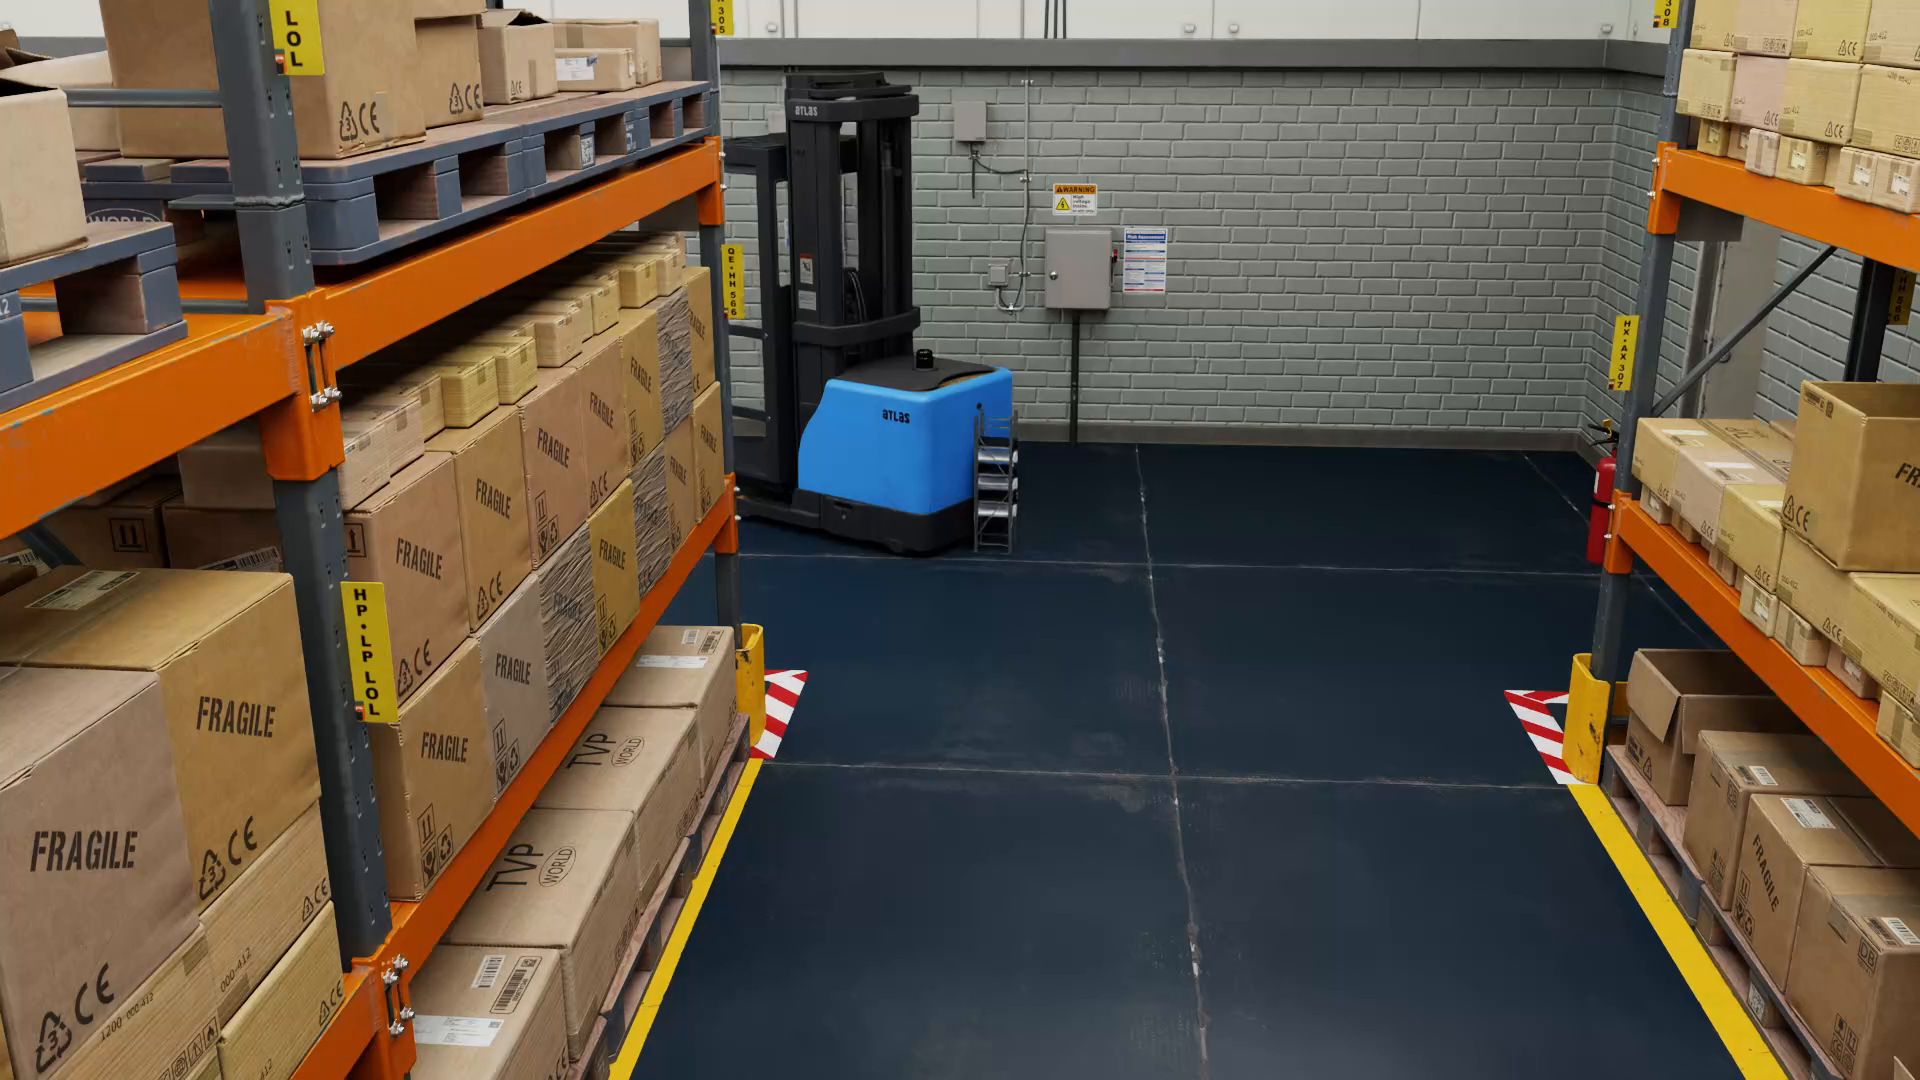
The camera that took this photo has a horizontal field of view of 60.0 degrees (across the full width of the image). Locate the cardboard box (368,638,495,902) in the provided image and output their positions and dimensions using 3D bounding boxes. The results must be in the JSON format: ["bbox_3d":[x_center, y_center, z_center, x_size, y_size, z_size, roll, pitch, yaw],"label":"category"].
[{"bbox_3d":[-1.536,0.562,4.229,0.500,0.500,0.500,2,18,6],"label":"cardboard box"}]

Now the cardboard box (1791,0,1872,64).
[{"bbox_3d":[3.047,-1.670,5.346,0.500,0.250,0.500,1,18,3],"label":"cardboard box"}]

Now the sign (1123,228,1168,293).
[{"bbox_3d":[1.429,-2.160,12.852,0.329,0.494,0.001,1,18,4],"label":"sign"}]

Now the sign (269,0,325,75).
[{"bbox_3d":[-1.289,-1.062,3.194,0.100,0.325,0.005,1,18,4],"label":"sign"}]

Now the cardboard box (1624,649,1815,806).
[{"bbox_3d":[3.269,0.792,7.025,0.797,0.503,0.637,1,18,2],"label":"cardboard box"}]

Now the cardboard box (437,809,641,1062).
[{"bbox_3d":[-1.615,1.297,5.588,0.875,0.438,0.875,1,18,2],"label":"cardboard box"}]

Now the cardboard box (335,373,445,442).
[{"bbox_3d":[-1.571,-0.334,4.317,0.380,0.149,0.250,1,18,3],"label":"cardboard box"}]

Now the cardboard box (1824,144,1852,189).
[{"bbox_3d":[3.036,-1.199,5.352,0.380,0.149,0.250,1,18,3],"label":"cardboard box"}]

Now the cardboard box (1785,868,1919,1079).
[{"bbox_3d":[3.094,1.380,5.234,0.700,0.500,0.500,1,18,2],"label":"cardboard box"}]

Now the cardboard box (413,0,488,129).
[{"bbox_3d":[-1.766,-1.392,4.534,0.797,0.503,0.637,3,18,8],"label":"cardboard box"}]

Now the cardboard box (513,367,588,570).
[{"bbox_3d":[-1.464,-0.231,5.045,0.500,0.500,0.500,2,18,5],"label":"cardboard box"}]

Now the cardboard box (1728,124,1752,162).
[{"bbox_3d":[3.160,-1.513,6.310,0.380,0.149,0.250,2,18,5],"label":"cardboard box"}]

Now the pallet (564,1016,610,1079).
[{"bbox_3d":[-1.698,1.840,4.968,1.003,0.211,1.213,1,18,4],"label":"pallet"}]

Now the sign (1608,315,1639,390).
[{"bbox_3d":[2.866,-0.807,7.177,0.100,0.325,0.005,1,18,4],"label":"sign"}]

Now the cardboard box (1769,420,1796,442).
[{"bbox_3d":[3.639,-0.304,6.798,0.500,0.250,0.500,2,18,6],"label":"cardboard box"}]

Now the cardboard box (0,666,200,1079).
[{"bbox_3d":[-1.642,0.532,2.715,0.500,0.500,0.500,2,18,5],"label":"cardboard box"}]

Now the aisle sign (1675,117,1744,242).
[{"bbox_3d":[3.119,-1.646,6.955,0.394,0.787,0.004,1,18,4],"label":"aisle sign"}]

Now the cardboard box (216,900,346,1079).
[{"bbox_3d":[-1.611,0.966,3.399,0.500,0.250,0.500,1,18,3],"label":"cardboard box"}]

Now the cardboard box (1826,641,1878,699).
[{"bbox_3d":[3.020,0.395,5.303,0.380,0.149,0.250,1,18,4],"label":"cardboard box"}]

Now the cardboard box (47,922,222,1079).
[{"bbox_3d":[-1.648,0.881,2.855,0.500,0.250,0.500,2,18,5],"label":"cardboard box"}]

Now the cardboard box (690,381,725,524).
[{"bbox_3d":[-1.314,-0.384,7.119,0.500,0.500,0.500,1,18,4],"label":"cardboard box"}]

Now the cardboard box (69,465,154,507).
[{"bbox_3d":[-2.126,-0.184,3.859,0.380,0.149,0.250,1,18,3],"label":"cardboard box"}]

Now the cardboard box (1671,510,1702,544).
[{"bbox_3d":[3.138,-0.088,6.777,0.380,0.149,0.250,2,18,5],"label":"cardboard box"}]

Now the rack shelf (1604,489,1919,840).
[{"bbox_3d":[3.264,0.580,5.491,1.077,0.370,4.000,1,18,4],"label":"rack shelf"}]

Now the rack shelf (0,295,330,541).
[{"bbox_3d":[-1.974,0.287,1.567,1.077,0.370,4.000,1,18,4],"label":"rack shelf"}]

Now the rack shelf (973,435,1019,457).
[{"bbox_3d":[0.229,-0.596,10.536,0.258,0.077,0.200,3,18,10],"label":"rack shelf"}]

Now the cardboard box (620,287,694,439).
[{"bbox_3d":[-1.349,-0.697,6.468,0.500,0.500,0.500,1,18,4],"label":"cardboard box"}]

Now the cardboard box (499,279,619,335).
[{"bbox_3d":[-1.407,-0.810,5.770,0.380,0.149,0.250,2,18,5],"label":"cardboard box"}]

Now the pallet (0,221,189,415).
[{"bbox_3d":[-1.847,-0.299,2.508,0.805,0.209,1.217,1,18,2],"label":"pallet"}]

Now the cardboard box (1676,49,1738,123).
[{"bbox_3d":[3.103,-1.747,6.383,0.500,0.250,0.500,1,18,3],"label":"cardboard box"}]

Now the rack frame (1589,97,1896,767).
[{"bbox_3d":[3.407,-0.383,7.275,1.000,3.000,0.127,1,18,4],"label":"rack frame"}]

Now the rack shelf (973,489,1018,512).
[{"bbox_3d":[0.229,-0.254,10.648,0.258,0.077,0.200,3,18,10],"label":"rack shelf"}]

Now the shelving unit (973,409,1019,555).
[{"bbox_3d":[0.229,-0.371,10.609,0.258,0.900,0.210,3,18,10],"label":"shelving unit"}]

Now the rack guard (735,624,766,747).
[{"bbox_3d":[-1.542,0.688,8.021,1.175,0.500,0.348,1,18,4],"label":"rack guard"}]

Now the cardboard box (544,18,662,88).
[{"bbox_3d":[-1.486,-1.952,6.652,0.500,0.250,0.500,0,18,-1],"label":"cardboard box"}]

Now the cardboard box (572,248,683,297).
[{"bbox_3d":[-1.299,-1.046,6.491,0.380,0.149,0.250,1,18,3],"label":"cardboard box"}]

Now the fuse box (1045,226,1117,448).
[{"bbox_3d":[0.922,-1.540,12.875,0.539,1.711,0.414,1,18,4],"label":"fuse box"}]

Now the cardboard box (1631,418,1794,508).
[{"bbox_3d":[3.106,-0.318,6.840,0.500,0.250,0.500,1,18,4],"label":"cardboard box"}]

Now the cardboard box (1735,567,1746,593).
[{"bbox_3d":[3.061,0.154,6.038,0.380,0.149,0.250,2,18,5],"label":"cardboard box"}]

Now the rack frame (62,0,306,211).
[{"bbox_3d":[-1.831,-2.101,2.884,1.000,3.000,0.127,1,18,4],"label":"rack frame"}]

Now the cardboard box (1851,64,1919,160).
[{"bbox_3d":[3.024,-1.269,4.923,0.500,0.250,0.500,1,18,3],"label":"cardboard box"}]

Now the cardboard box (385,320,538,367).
[{"bbox_3d":[-1.508,-0.571,5.041,0.380,0.149,0.250,1,18,4],"label":"cardboard box"}]

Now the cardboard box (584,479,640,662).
[{"bbox_3d":[-1.417,0.092,5.665,0.500,0.500,0.500,2,18,6],"label":"cardboard box"}]

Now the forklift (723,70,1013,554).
[{"bbox_3d":[-1.127,-1.650,11.252,3.031,2.935,1.130,13,22,34],"label":"forklift"}]

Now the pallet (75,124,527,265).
[{"bbox_3d":[-1.762,-0.888,4.140,1.003,0.211,1.213,1,18,4],"label":"pallet"}]

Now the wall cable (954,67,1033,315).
[{"bbox_3d":[0.253,-2.699,12.712,0.588,1.984,0.122,1,18,4],"label":"wall cable"}]

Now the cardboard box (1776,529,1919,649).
[{"bbox_3d":[3.022,0.155,5.395,0.500,0.250,0.500,1,18,2],"label":"cardboard box"}]

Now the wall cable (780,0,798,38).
[{"bbox_3d":[-1.417,-5.116,12.086,0.463,3.000,0.029,1,18,4],"label":"wall cable"}]
